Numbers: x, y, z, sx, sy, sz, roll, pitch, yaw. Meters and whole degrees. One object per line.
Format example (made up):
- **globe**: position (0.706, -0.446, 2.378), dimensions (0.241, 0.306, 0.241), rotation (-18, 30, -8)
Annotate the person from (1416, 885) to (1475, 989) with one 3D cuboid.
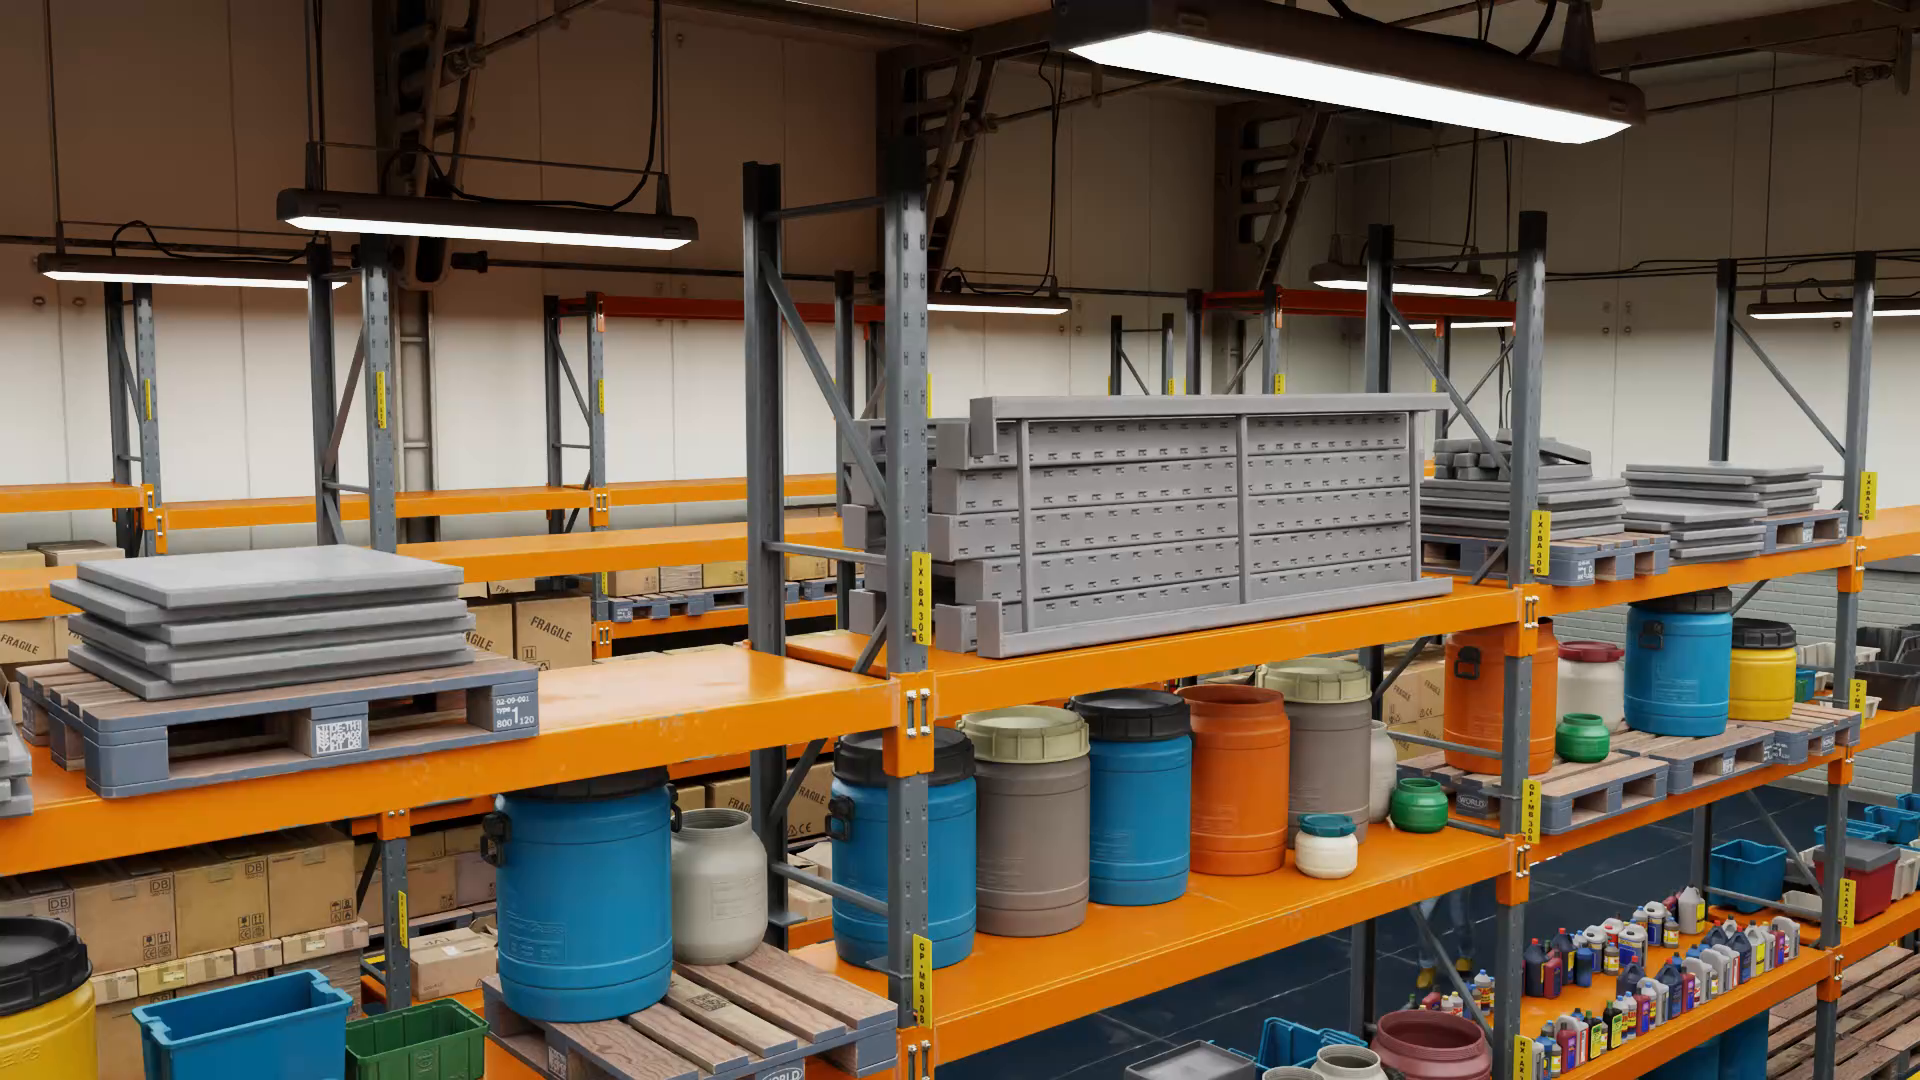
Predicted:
- **person**: position (4.173, 2.923, 14.232), dimensions (0.667, 1.828, 0.764), rotation (4, 7, 38)
